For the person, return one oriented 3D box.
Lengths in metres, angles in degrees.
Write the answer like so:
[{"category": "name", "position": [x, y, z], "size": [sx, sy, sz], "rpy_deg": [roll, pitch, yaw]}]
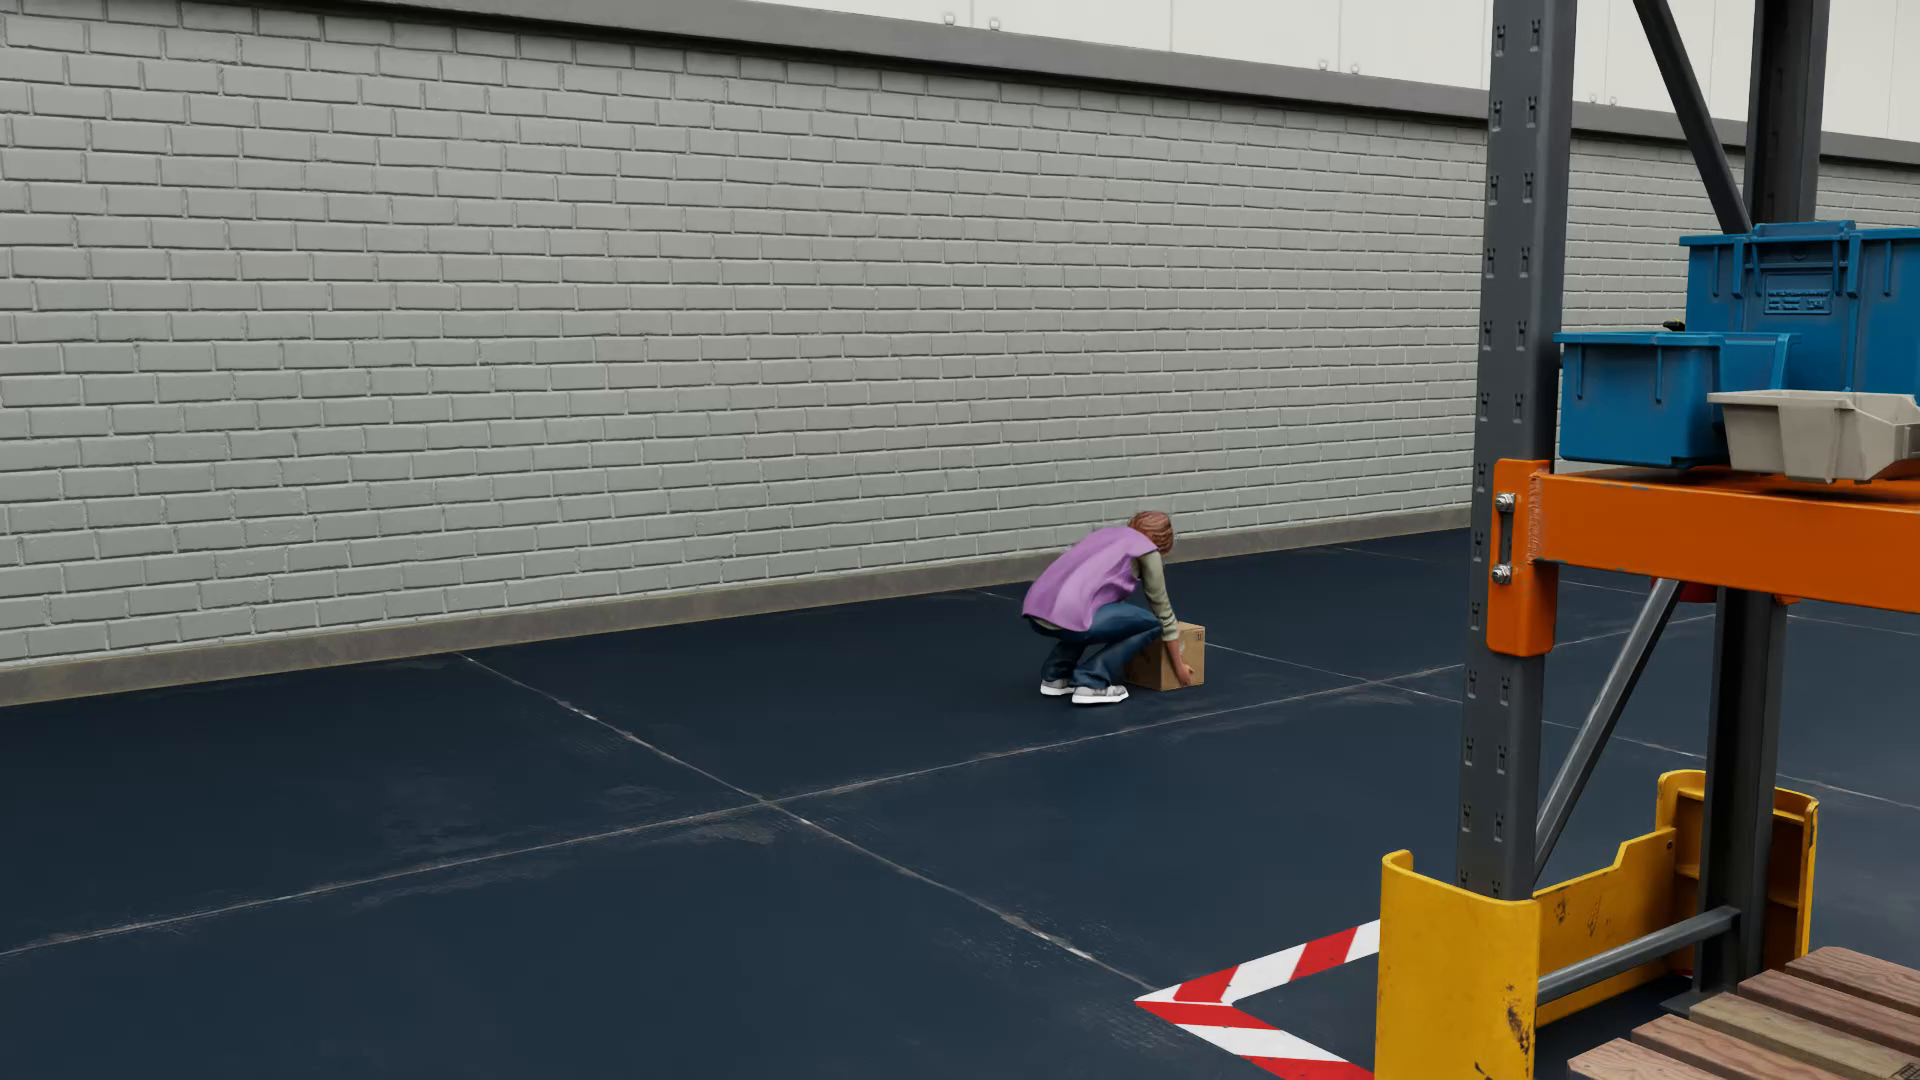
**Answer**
[{"category": "person", "position": [0.559, 0.308, 6.906], "size": [0.684, 0.701, 0.437], "rpy_deg": [-6, 10, -36]}]
